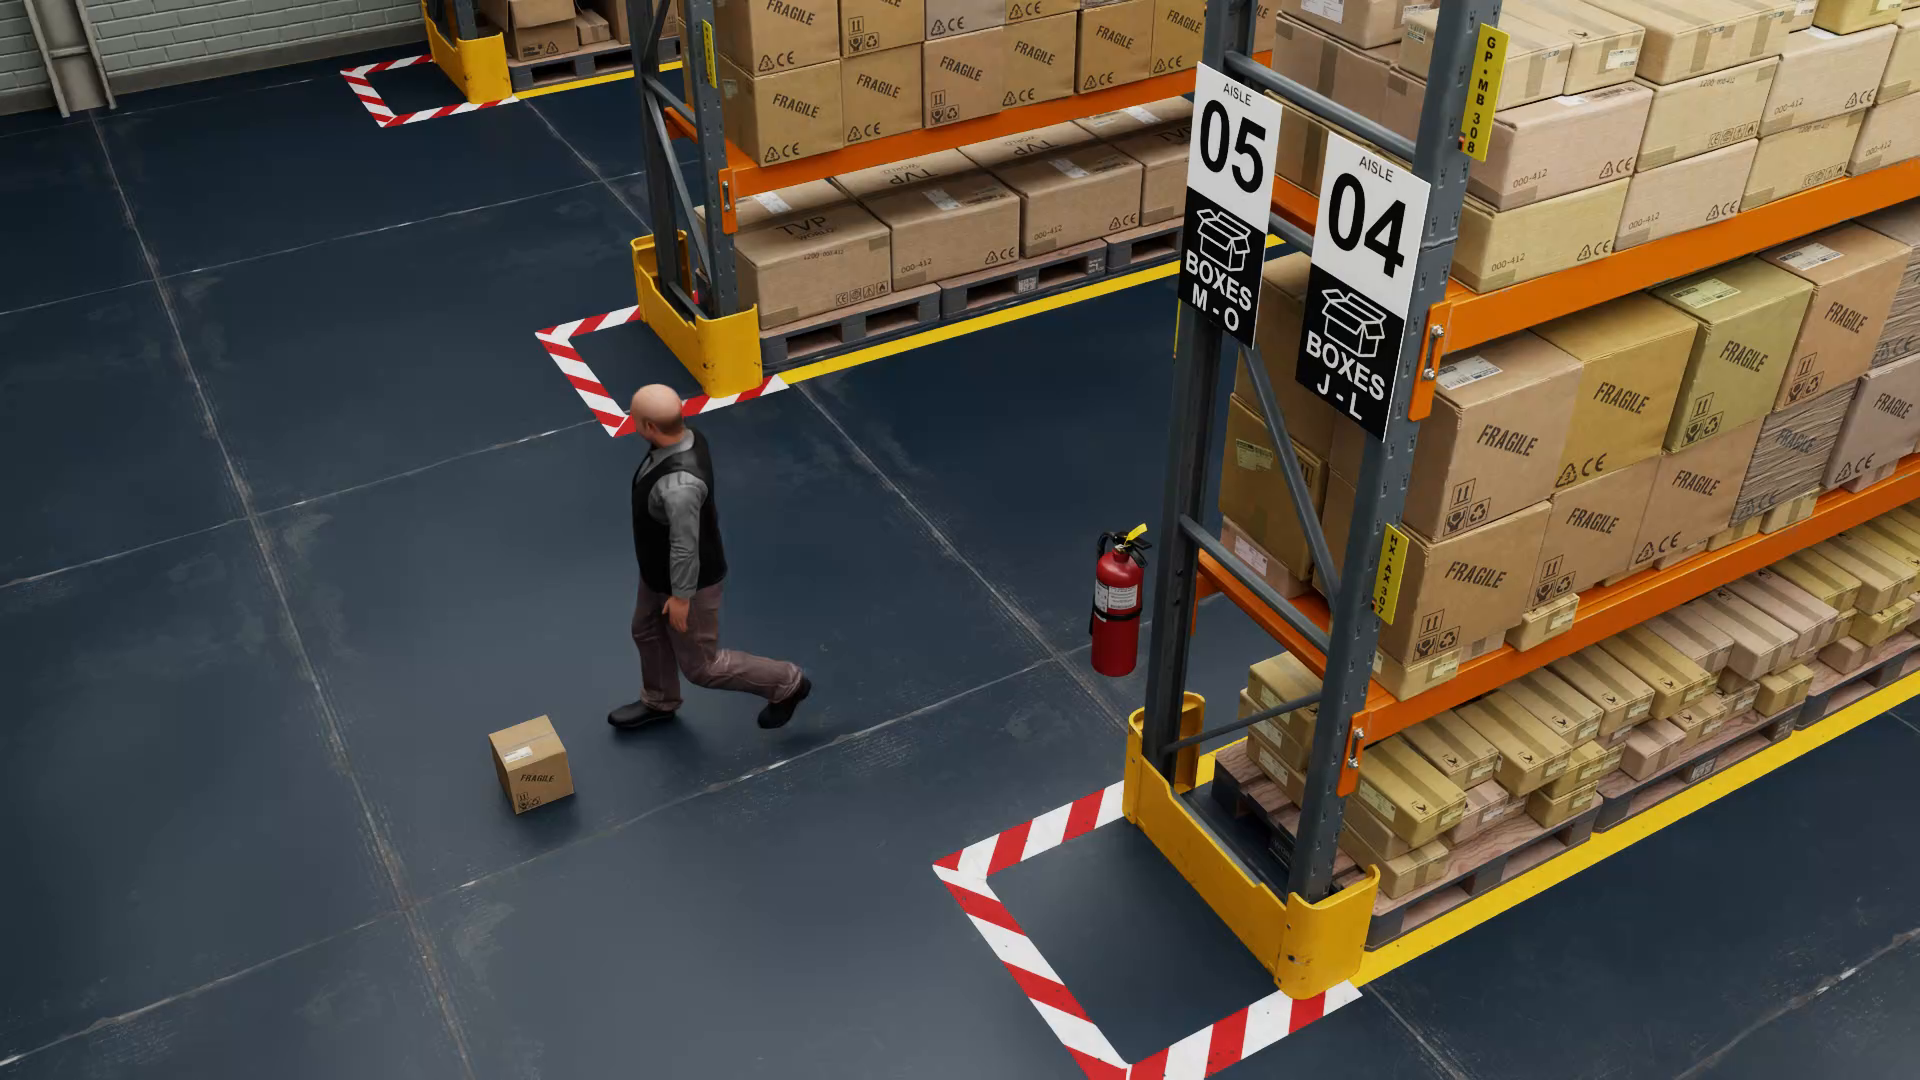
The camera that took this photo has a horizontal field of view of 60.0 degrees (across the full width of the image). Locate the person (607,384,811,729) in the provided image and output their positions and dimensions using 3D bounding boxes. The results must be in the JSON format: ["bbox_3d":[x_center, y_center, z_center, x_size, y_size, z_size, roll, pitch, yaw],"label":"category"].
[{"bbox_3d":[-1.097,0.110,6.798,0.873,1.701,0.554,-9,37,-11],"label":"person"}]
